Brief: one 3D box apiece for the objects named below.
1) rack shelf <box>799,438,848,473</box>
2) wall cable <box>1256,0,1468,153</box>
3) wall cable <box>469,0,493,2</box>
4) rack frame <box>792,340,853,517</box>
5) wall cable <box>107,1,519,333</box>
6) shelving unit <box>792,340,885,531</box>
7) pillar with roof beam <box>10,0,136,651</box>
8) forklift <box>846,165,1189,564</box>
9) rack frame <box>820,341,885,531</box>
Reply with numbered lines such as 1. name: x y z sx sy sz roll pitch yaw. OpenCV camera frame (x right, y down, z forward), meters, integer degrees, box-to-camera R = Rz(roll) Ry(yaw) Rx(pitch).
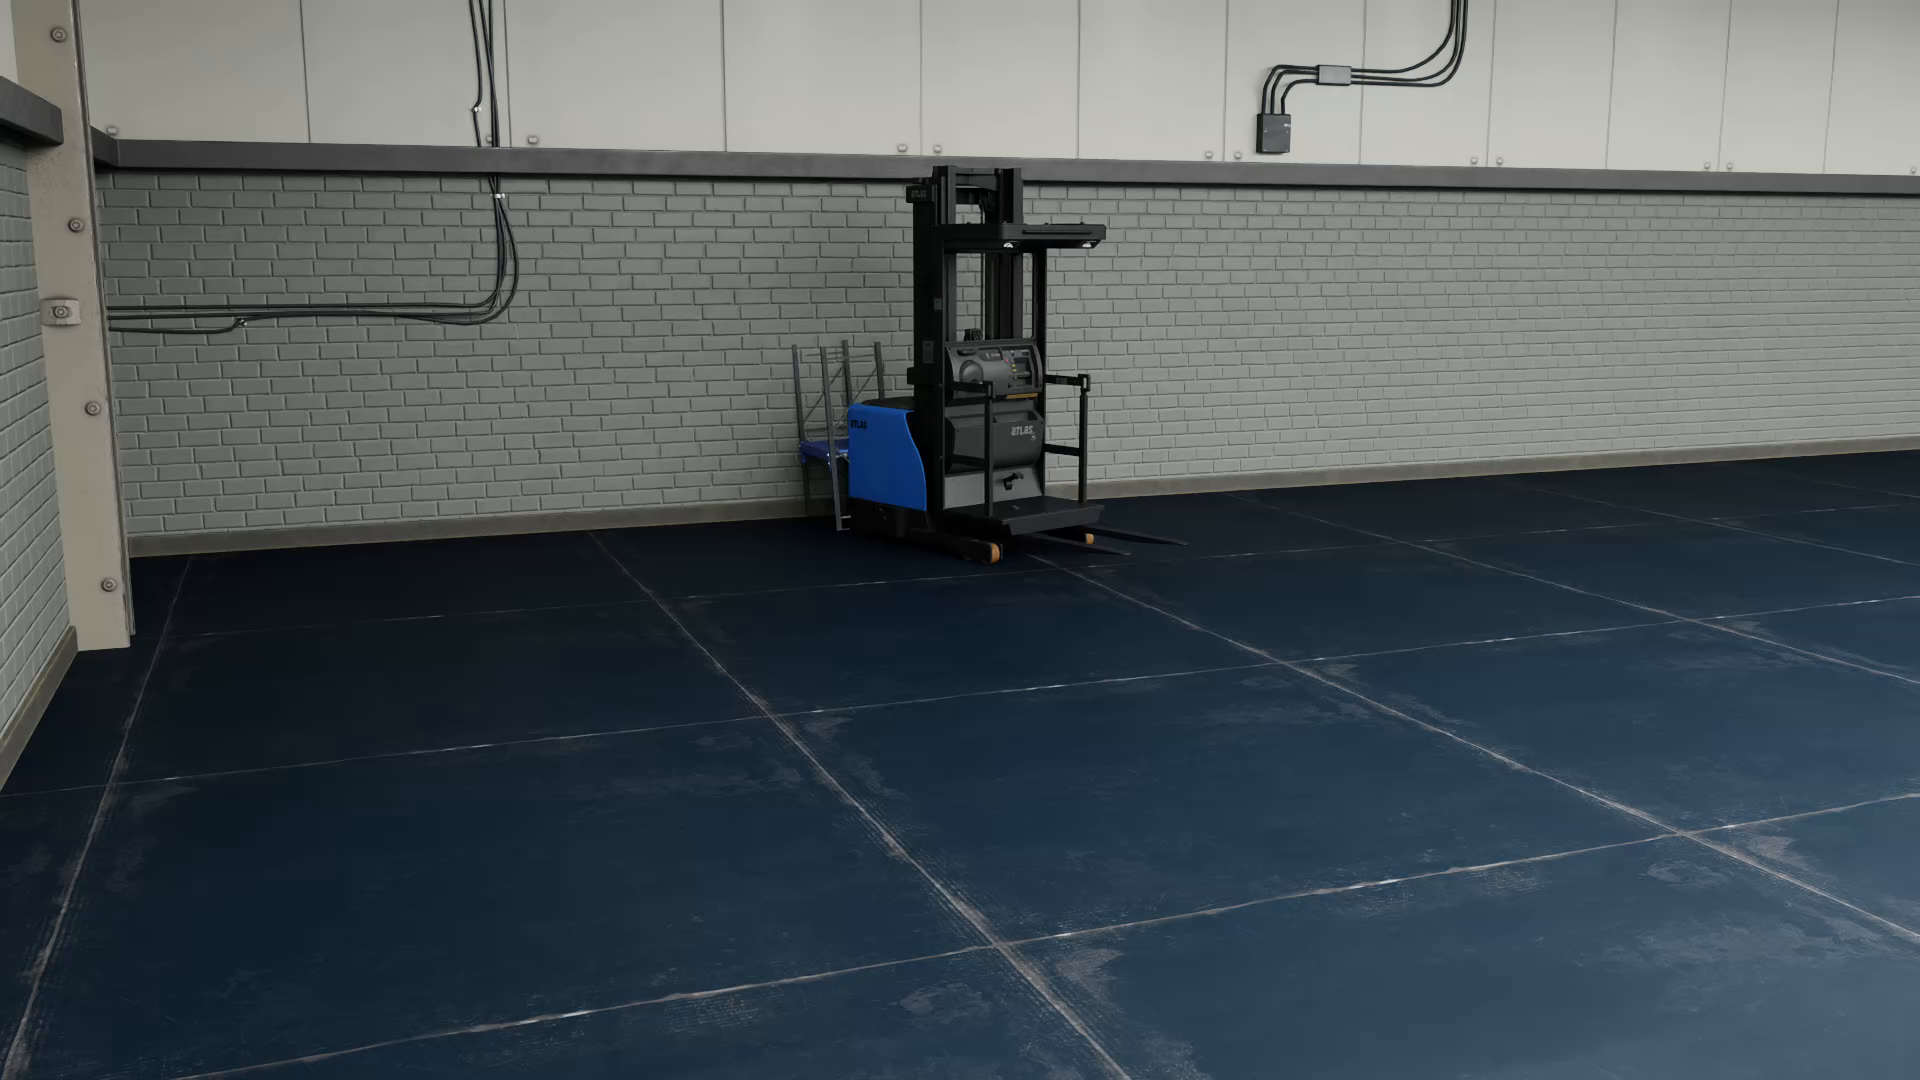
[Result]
1. rack shelf: -0.981 -0.732 14.063 0.538 0.185 1.000 -7 10 -18
2. wall cable: 3.880 -6.658 15.443 2.305 6.003 0.169 -4 11 -21
3. wall cable: -2.452 -5.513 13.163 3.097 2.526 0.112 -4 11 -21
4. rack frame: -1.160 -0.974 14.511 0.500 1.500 0.032 -7 10 -18
5. wall cable: -4.973 -2.855 12.641 3.097 2.526 0.112 -4 11 -21
6. shelving unit: -0.995 -0.909 14.035 0.538 1.500 1.048 -7 10 -18
7. pillar with roof beam: -1.126 -4.092 10.729 9.100 9.000 0.400 -4 11 -21
8. forklift: 0.410 -1.360 12.699 1.130 2.935 3.031 -9 13 -40
9. rack frame: -0.830 -0.845 13.558 0.500 1.500 0.032 -7 10 -18
